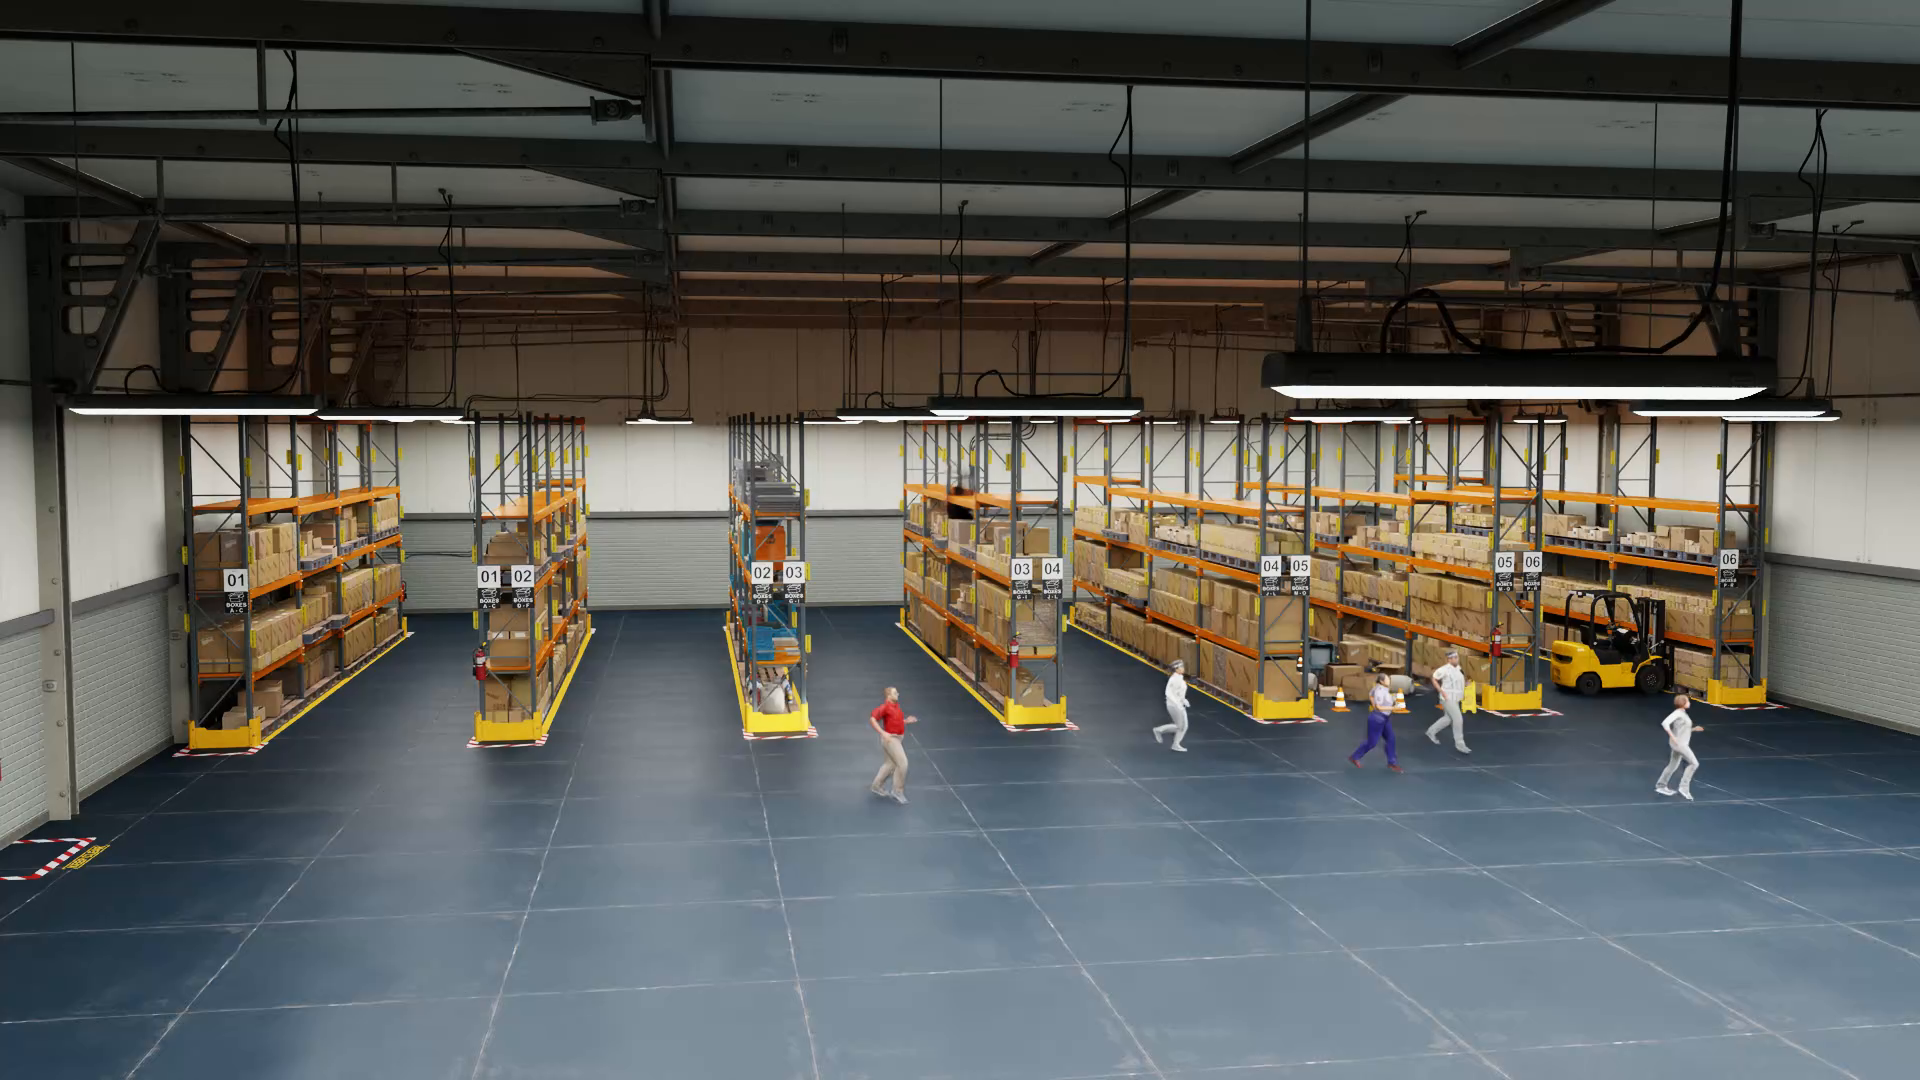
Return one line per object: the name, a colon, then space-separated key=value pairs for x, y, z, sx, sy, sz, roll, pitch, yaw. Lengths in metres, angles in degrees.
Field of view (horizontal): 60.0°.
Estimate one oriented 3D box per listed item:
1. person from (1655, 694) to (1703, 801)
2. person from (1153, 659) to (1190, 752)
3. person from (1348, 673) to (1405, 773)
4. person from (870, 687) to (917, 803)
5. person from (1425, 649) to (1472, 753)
person: x=11.071 y=3.181 z=25.577 sx=0.663 sy=1.621 sz=0.515 roll=2 pitch=4 yaw=22
person: x=3.742 y=2.910 z=29.399 sx=0.593 sy=1.648 sz=0.603 roll=2 pitch=4 yaw=25
person: x=6.919 y=3.020 z=27.562 sx=0.901 sy=1.667 sz=0.568 roll=2 pitch=4 yaw=27
person: x=-1.029 y=3.142 z=25.464 sx=0.727 sy=1.800 sz=0.640 roll=1 pitch=4 yaw=11
person: x=8.715 y=2.829 z=29.535 sx=0.895 sy=1.813 sz=0.642 roll=3 pitch=5 yaw=40
